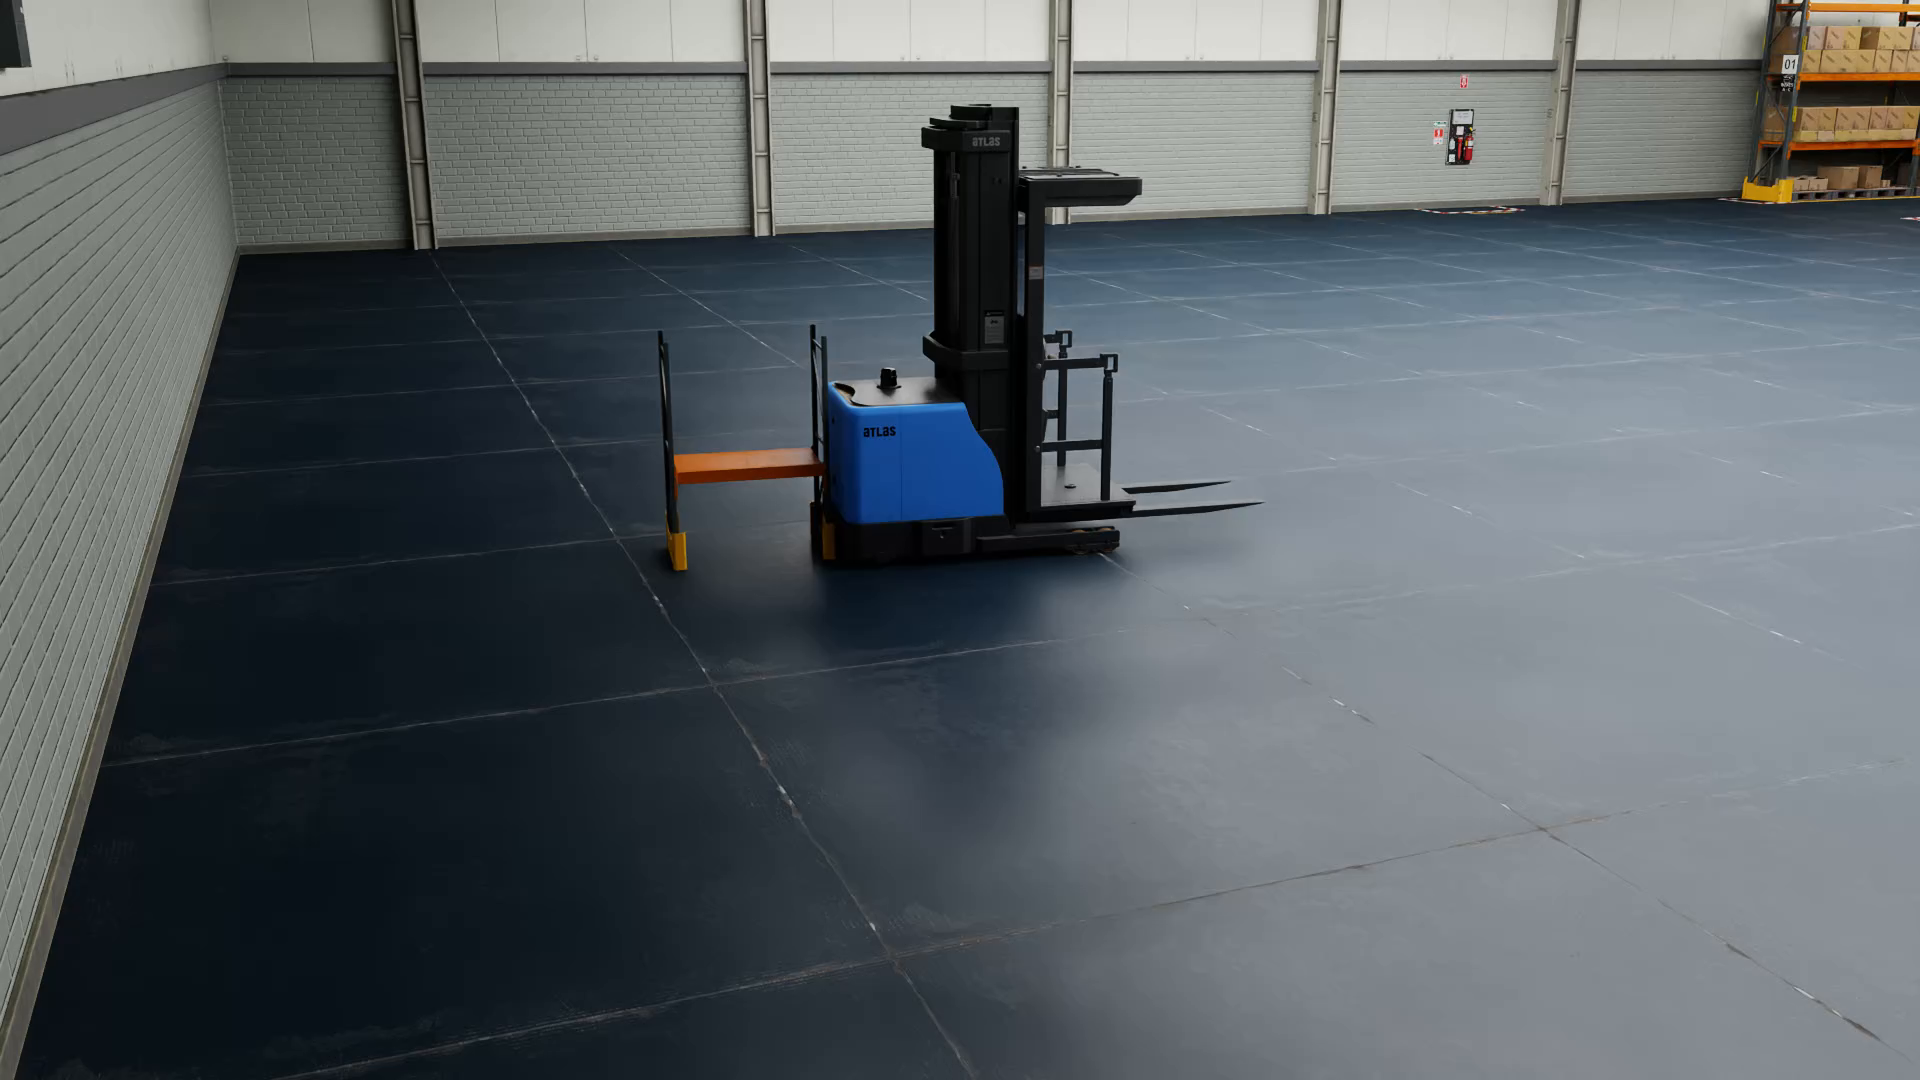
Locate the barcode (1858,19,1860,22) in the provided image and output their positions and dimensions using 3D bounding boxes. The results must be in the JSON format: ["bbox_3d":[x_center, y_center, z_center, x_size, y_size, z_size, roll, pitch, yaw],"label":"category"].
[{"bbox_3d":[20.693,-11.949,38.268,0.075,0.075,0.001,-6,17,-20],"label":"barcode"}]

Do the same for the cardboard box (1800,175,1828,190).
[{"bbox_3d":[19.620,-8.246,38.347,0.500,0.311,0.500,-5,17,-15],"label":"cardboard box"}]

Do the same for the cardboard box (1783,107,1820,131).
[{"bbox_3d":[18.963,-9.488,37.484,0.500,0.500,0.500,-6,17,-20],"label":"cardboard box"}]

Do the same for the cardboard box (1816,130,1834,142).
[{"bbox_3d":[19.458,-9.181,37.770,0.500,0.250,0.500,-7,18,-22],"label":"cardboard box"}]

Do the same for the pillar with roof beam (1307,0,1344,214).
[{"bbox_3d":[9.088,-10.056,29.870,0.400,9.000,9.100,-6,17,-20],"label":"pillar with roof beam"}]

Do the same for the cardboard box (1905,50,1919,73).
[{"bbox_3d":[21.759,-11.006,38.215,0.500,0.500,0.500,-6,17,-19],"label":"cardboard box"}]

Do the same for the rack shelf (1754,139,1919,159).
[{"bbox_3d":[20.277,-9.078,38.465,4.000,0.370,1.077,-6,17,-20],"label":"rack shelf"}]

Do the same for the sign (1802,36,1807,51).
[{"bbox_3d":[18.604,-10.937,36.645,0.005,0.325,0.100,-6,17,-20],"label":"sign"}]

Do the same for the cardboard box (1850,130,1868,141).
[{"bbox_3d":[20.409,-9.281,38.111,0.500,0.250,0.500,-6,17,-20],"label":"cardboard box"}]

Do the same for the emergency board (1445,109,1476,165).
[{"bbox_3d":[10.829,-8.676,35.818,0.643,1.169,0.194,-6,17,-20],"label":"emergency board"}]

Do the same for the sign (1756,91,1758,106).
[{"bbox_3d":[18.229,-10.077,37.974,0.005,0.325,0.100,-6,17,-20],"label":"sign"}]

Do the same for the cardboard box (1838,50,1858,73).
[{"bbox_3d":[19.809,-10.785,37.463,0.500,0.500,0.500,-5,17,-18],"label":"cardboard box"}]

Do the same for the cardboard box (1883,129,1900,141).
[{"bbox_3d":[21.342,-9.387,38.471,0.500,0.250,0.500,-6,17,-20],"label":"cardboard box"}]

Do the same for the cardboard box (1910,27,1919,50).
[{"bbox_3d":[21.774,-11.480,38.055,0.500,0.500,0.500,-8,18,-25],"label":"cardboard box"}]

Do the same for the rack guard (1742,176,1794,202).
[{"bbox_3d":[18.480,-8.030,38.056,0.348,0.500,1.175,-6,17,-20],"label":"rack guard"}]

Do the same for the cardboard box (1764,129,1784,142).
[{"bbox_3d":[18.776,-9.257,38.030,0.500,0.250,0.500,-6,17,-19],"label":"cardboard box"}]

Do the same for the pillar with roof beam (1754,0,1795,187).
[{"bbox_3d":[20.294,-11.266,33.990,0.400,9.000,9.100,-6,17,-20],"label":"pillar with roof beam"}]

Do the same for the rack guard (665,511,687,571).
[{"bbox_3d":[-1.906,-0.001,11.157,0.087,0.250,0.587,-4,17,-14],"label":"rack guard"}]

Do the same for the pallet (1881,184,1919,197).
[{"bbox_3d":[22.871,-8.366,39.712,1.213,0.211,1.003,-6,17,-20],"label":"pallet"}]

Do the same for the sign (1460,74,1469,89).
[{"bbox_3d":[10.786,-9.813,35.578,0.199,0.298,0.001,-6,17,-20],"label":"sign"}]

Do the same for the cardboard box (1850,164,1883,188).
[{"bbox_3d":[21.190,-8.521,38.949,0.500,0.500,0.500,-8,18,-24],"label":"cardboard box"}]

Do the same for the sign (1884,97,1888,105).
[{"bbox_3d":[21.942,-10.326,39.383,0.005,0.325,0.100,-6,17,-20],"label":"sign"}]

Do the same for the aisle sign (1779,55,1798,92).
[{"bbox_3d":[18.449,-10.383,37.017,0.004,0.787,0.394,-6,17,-20],"label":"aisle sign"}]

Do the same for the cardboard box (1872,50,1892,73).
[{"bbox_3d":[20.781,-10.892,37.830,0.500,0.500,0.500,-7,18,-22],"label":"cardboard box"}]

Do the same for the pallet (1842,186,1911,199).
[{"bbox_3d":[21.530,-8.210,39.181,1.213,0.211,1.003,-6,17,-20],"label":"pallet"}]

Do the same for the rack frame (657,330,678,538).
[{"bbox_3d":[-1.924,-0.599,10.976,0.032,1.500,0.500,-4,17,-14],"label":"rack frame"}]

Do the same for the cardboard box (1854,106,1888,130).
[{"bbox_3d":[20.875,-9.694,38.184,0.500,0.500,0.500,-7,18,-22],"label":"cardboard box"}]

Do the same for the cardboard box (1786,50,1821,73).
[{"bbox_3d":[18.811,-10.686,37.128,0.500,0.500,0.500,-6,17,-19],"label":"cardboard box"}]

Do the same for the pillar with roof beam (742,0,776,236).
[{"bbox_3d":[-2.117,-8.846,25.750,0.400,9.000,9.100,-6,17,-20],"label":"pillar with roof beam"}]

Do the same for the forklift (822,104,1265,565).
[{"bbox_3d":[0.604,-1.449,11.330,3.031,2.935,1.130,-4,17,-13],"label":"forklift"}]

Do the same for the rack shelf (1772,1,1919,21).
[{"bbox_3d":[20.277,-11.955,37.620,4.000,0.370,1.077,-6,17,-20],"label":"rack shelf"}]

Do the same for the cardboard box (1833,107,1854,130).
[{"bbox_3d":[19.912,-9.586,37.817,0.500,0.500,0.500,-7,18,-22],"label":"cardboard box"}]

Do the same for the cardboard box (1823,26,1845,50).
[{"bbox_3d":[19.342,-11.210,37.138,0.500,0.500,0.500,-6,18,-21],"label":"cardboard box"}]

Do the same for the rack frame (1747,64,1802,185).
[{"bbox_3d":[18.409,-9.222,37.677,0.127,3.000,1.000,-6,17,-20],"label":"rack frame"}]

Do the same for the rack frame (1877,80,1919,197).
[{"bbox_3d":[22.144,-9.625,39.051,0.127,3.000,1.000,-6,17,-20],"label":"rack frame"}]

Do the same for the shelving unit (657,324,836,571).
[{"bbox_3d":[-1.423,-0.635,11.098,1.083,1.500,0.587,-4,17,-14],"label":"shelving unit"}]

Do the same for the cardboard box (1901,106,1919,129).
[{"bbox_3d":[21.814,-9.793,38.524,0.500,0.500,0.500,-6,17,-20],"label":"cardboard box"}]

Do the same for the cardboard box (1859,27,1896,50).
[{"bbox_3d":[20.782,-11.366,37.669,0.500,0.500,0.500,-7,18,-22],"label":"cardboard box"}]

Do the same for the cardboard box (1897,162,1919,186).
[{"bbox_3d":[22.826,-8.715,39.608,0.500,0.500,0.700,-6,17,-18],"label":"cardboard box"}]
